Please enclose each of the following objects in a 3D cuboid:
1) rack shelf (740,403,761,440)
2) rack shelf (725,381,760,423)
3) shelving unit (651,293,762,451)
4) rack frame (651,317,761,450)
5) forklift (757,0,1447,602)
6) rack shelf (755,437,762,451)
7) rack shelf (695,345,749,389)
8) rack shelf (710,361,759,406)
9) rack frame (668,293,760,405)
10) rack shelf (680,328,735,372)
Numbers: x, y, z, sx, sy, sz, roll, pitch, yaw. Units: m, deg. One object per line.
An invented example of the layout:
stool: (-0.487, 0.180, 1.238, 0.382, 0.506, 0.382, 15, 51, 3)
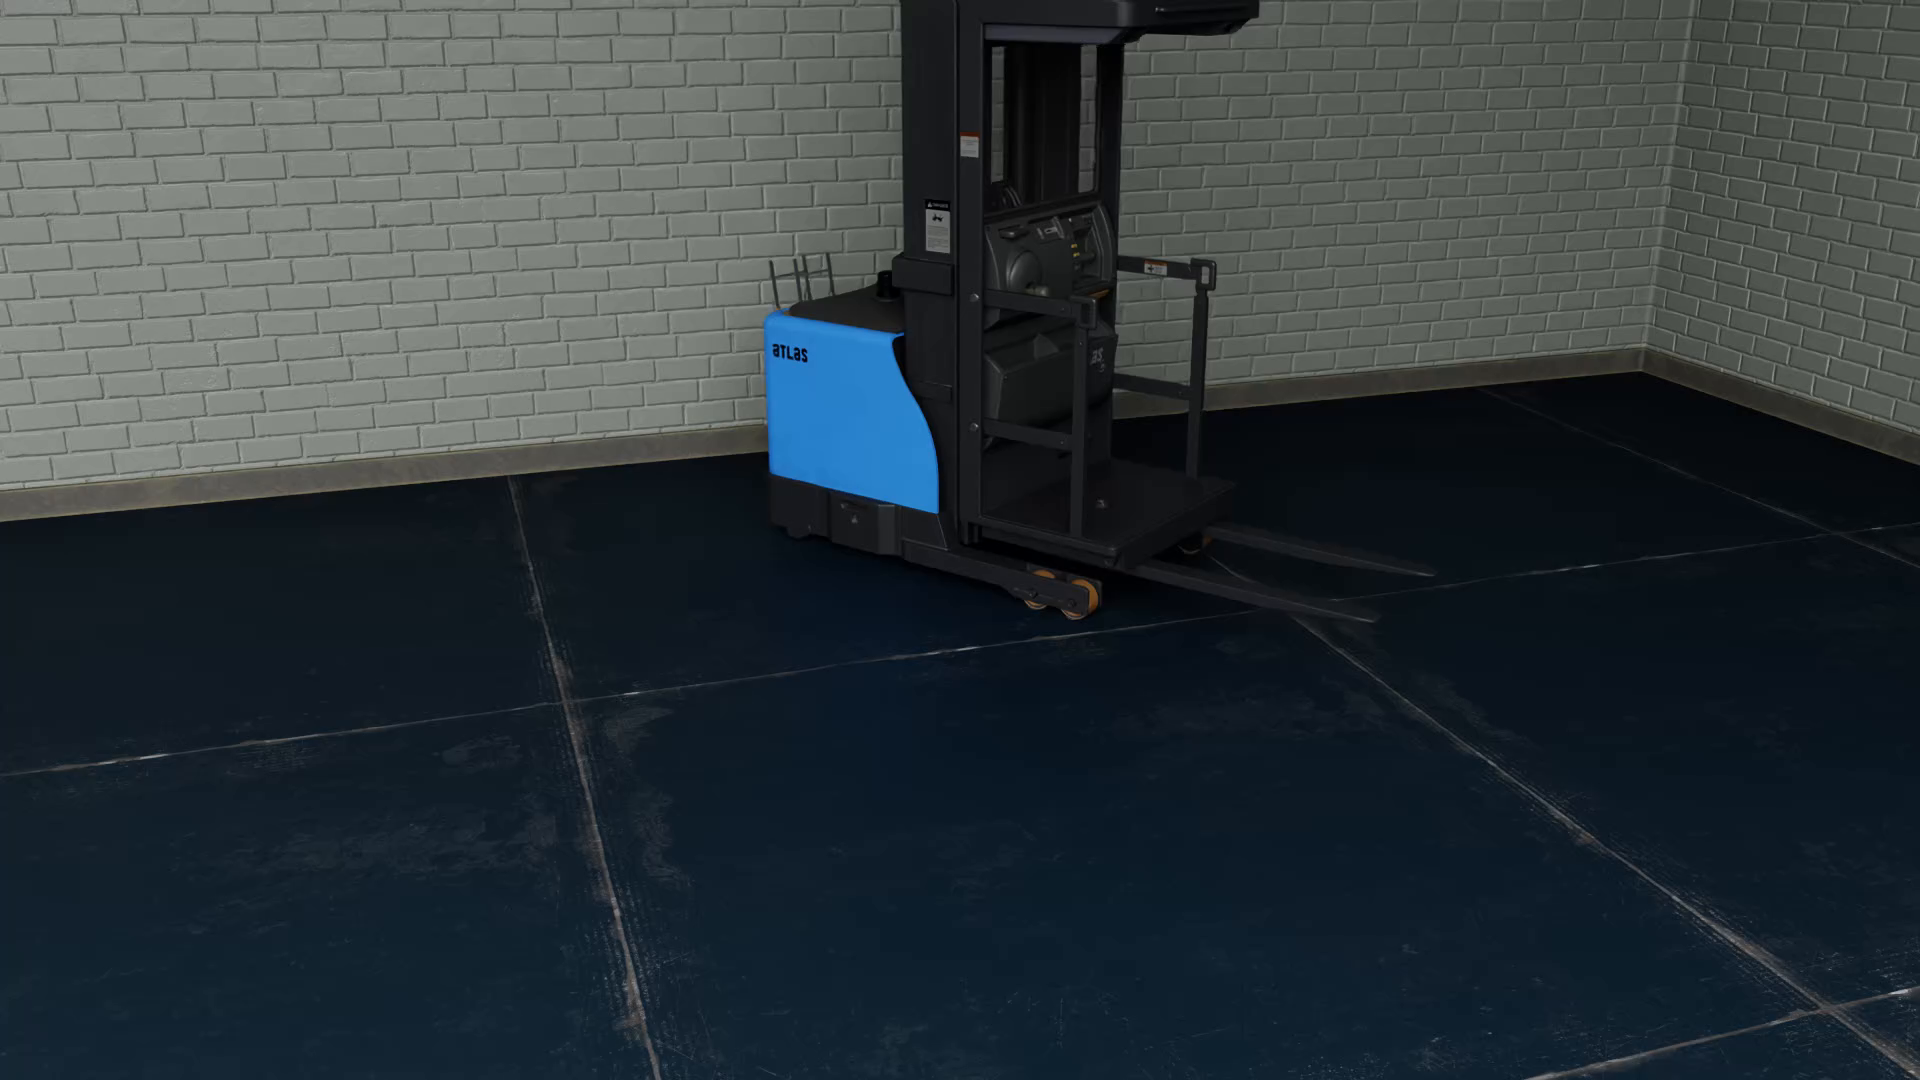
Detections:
rack shelf: (-0.997, -0.647, 8.653, 0.103, 0.180, 0.258, 48, 34, 7)
rack shelf: (-1.077, -0.735, 8.668, 0.103, 0.180, 0.258, 48, 34, 7)
shelving unit: (-1.106, -0.768, 8.673, 1.200, 0.189, 0.258, 48, 34, 7)
rack frame: (-1.159, -0.713, 8.723, 1.200, 0.006, 0.240, 48, 34, 7)
forklift: (0.659, -1.312, 7.233, 3.031, 2.935, 1.130, 6, 21, 16)
rack shelf: (-0.918, -0.558, 8.639, 0.103, 0.180, 0.258, 48, 34, 7)
rack shelf: (-1.236, -0.913, 8.696, 0.103, 0.180, 0.258, 48, 34, 7)
rack shelf: (-1.156, -0.824, 8.682, 0.103, 0.180, 0.258, 48, 34, 7)
rack frame: (-1.053, -0.823, 8.622, 1.200, 0.006, 0.240, 48, 34, 7)
rack shelf: (-1.315, -1.002, 8.710, 0.103, 0.180, 0.258, 48, 34, 7)
